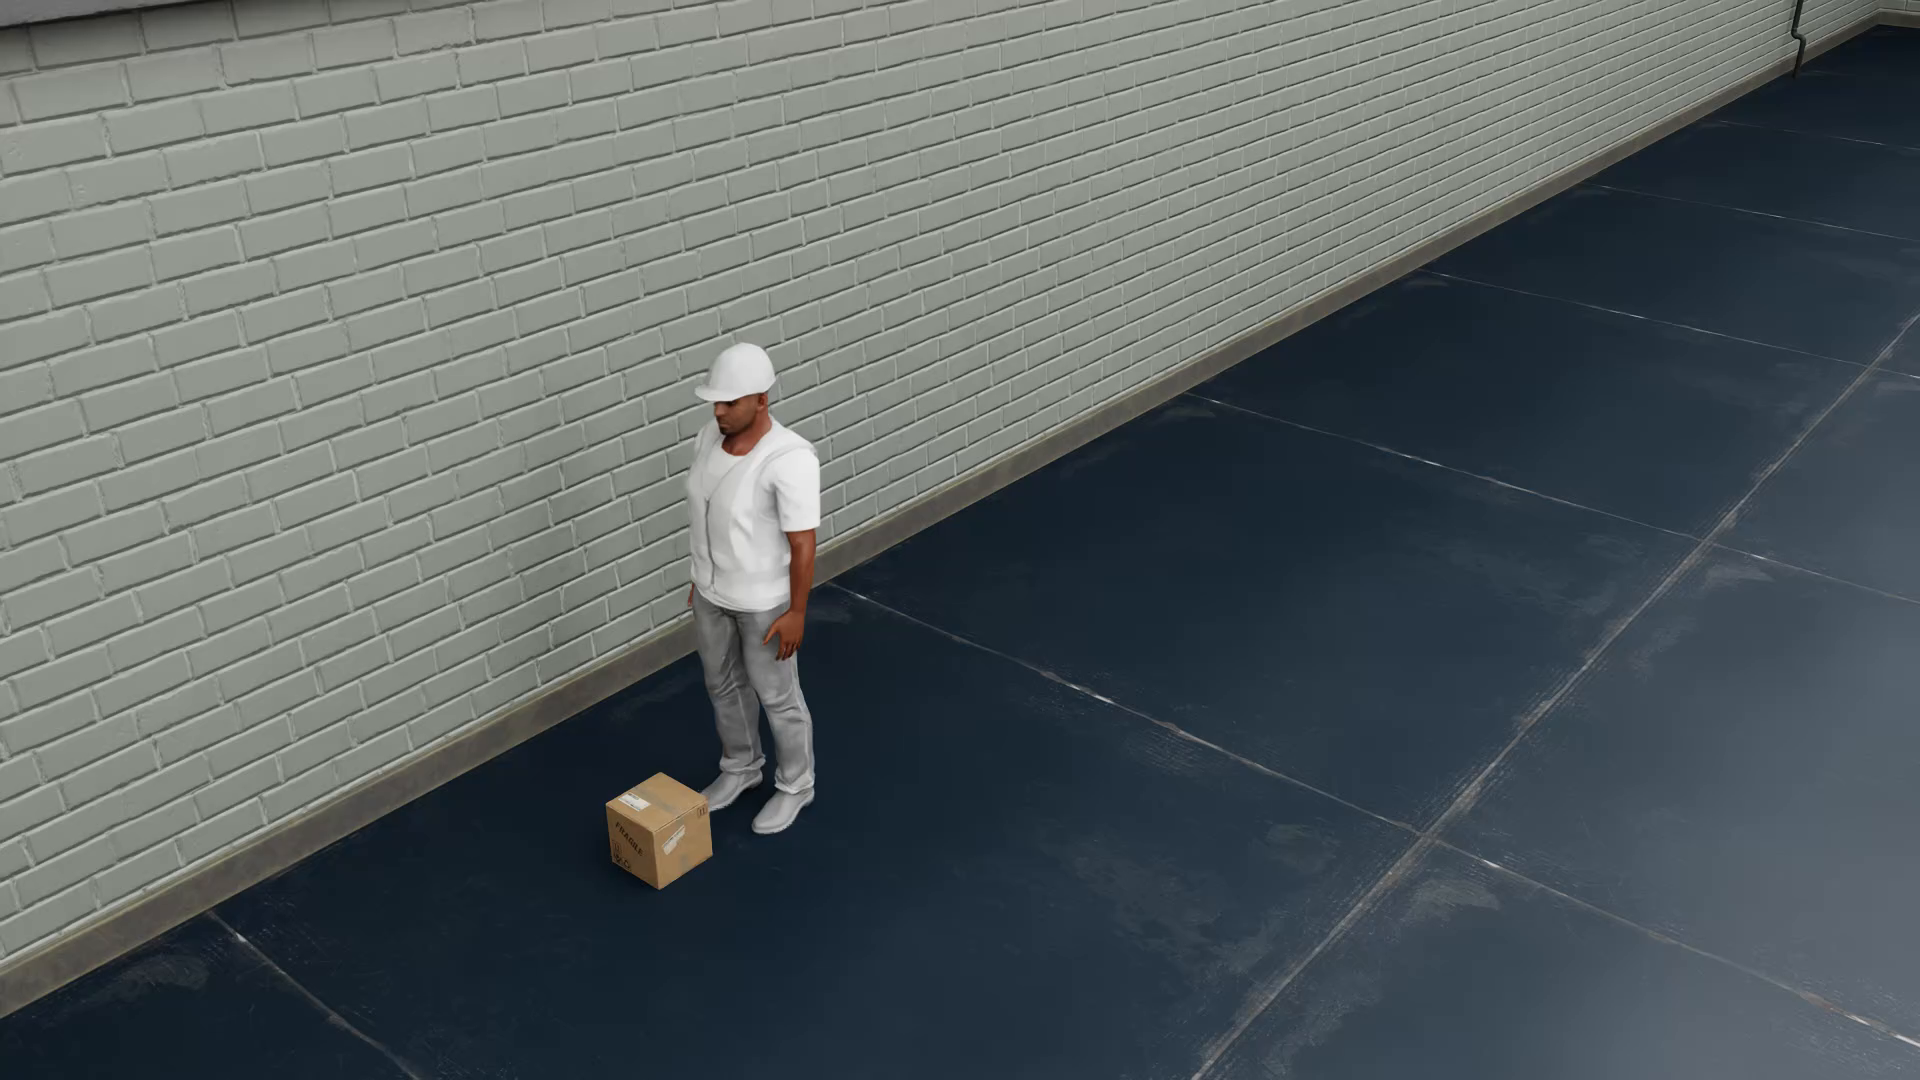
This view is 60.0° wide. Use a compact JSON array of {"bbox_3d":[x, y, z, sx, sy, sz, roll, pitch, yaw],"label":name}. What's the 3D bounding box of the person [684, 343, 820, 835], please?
[{"bbox_3d":[-0.737,0.184,5.750,0.577,1.783,0.412,22,34,36],"label":"person"}]
